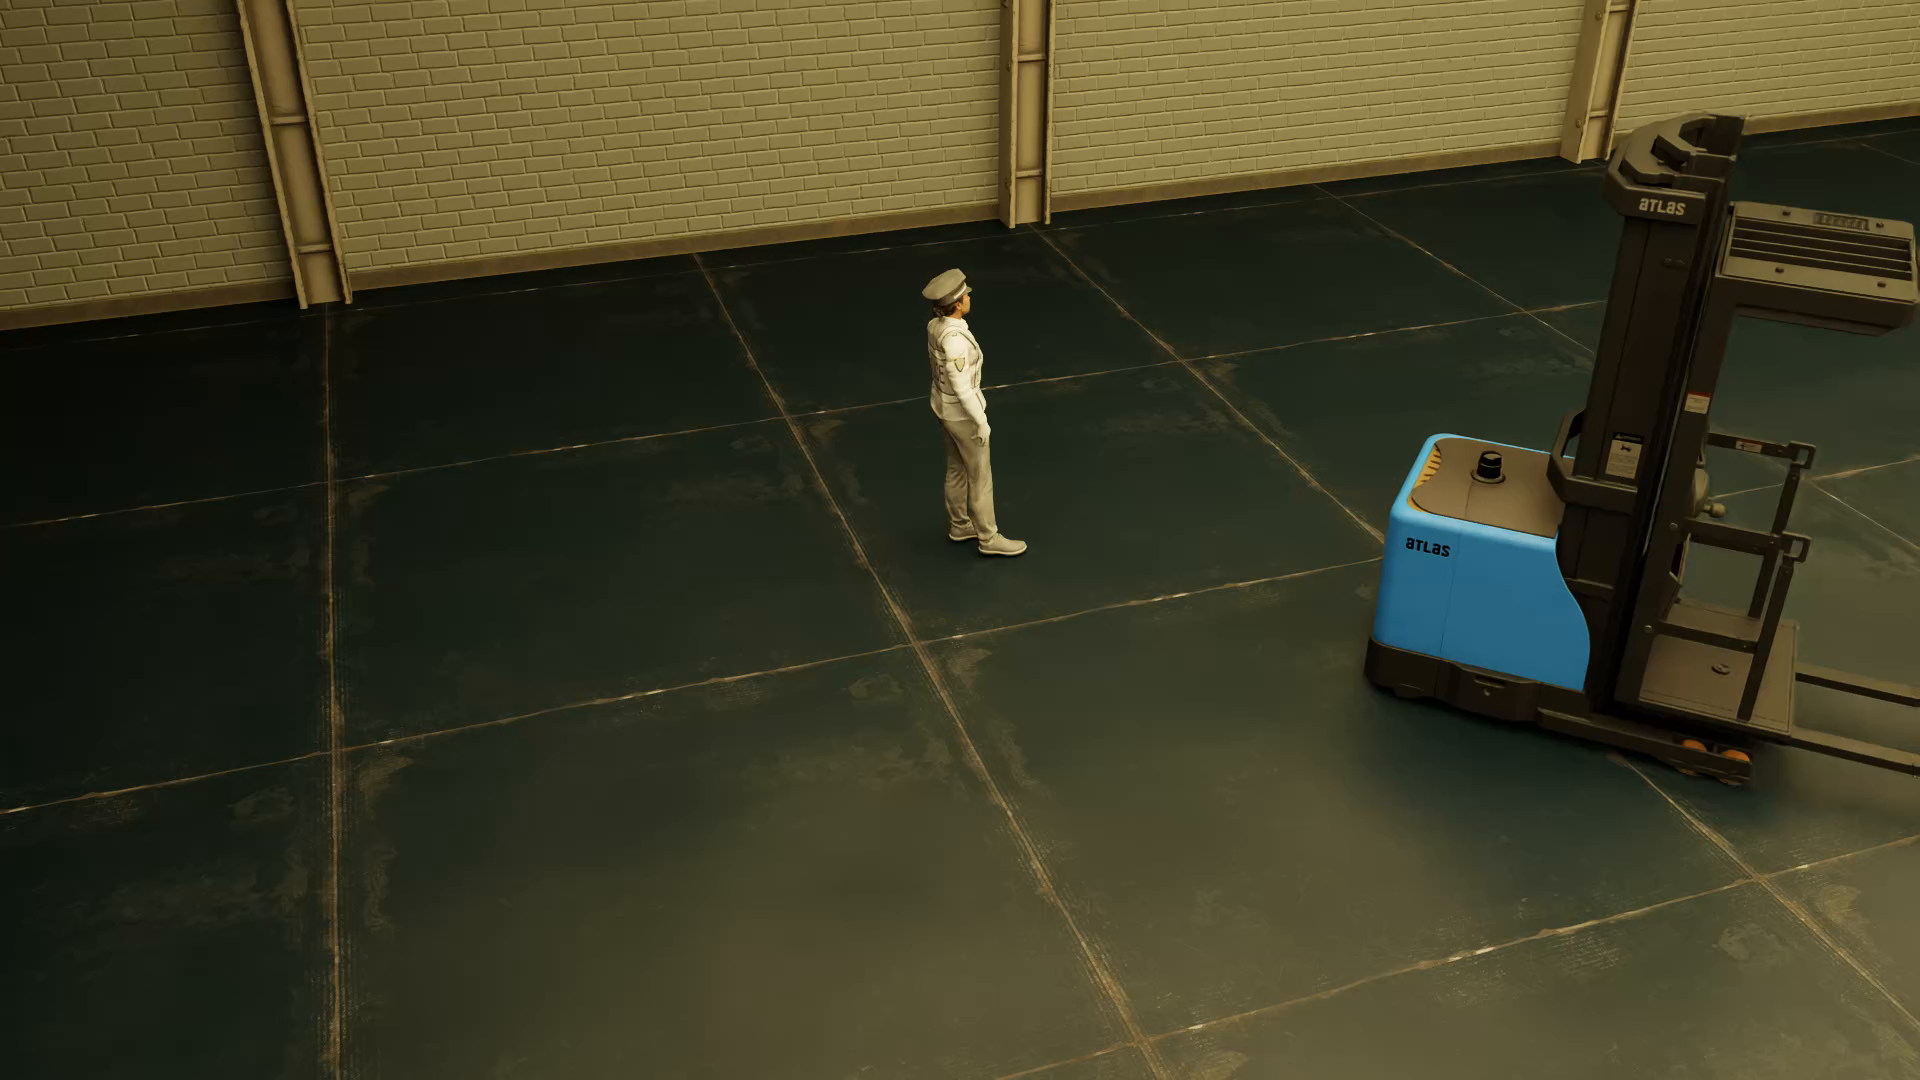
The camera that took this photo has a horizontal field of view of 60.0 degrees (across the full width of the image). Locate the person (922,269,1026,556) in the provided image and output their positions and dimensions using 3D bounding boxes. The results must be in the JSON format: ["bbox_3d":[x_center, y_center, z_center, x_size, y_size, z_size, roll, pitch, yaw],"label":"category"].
[{"bbox_3d":[0.067,-0.748,9.613,0.531,1.695,0.588,-10,31,-16],"label":"person"}]

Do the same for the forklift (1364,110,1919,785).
[{"bbox_3d":[3.665,-0.396,7.776,3.031,2.935,1.130,13,32,22],"label":"forklift"}]
